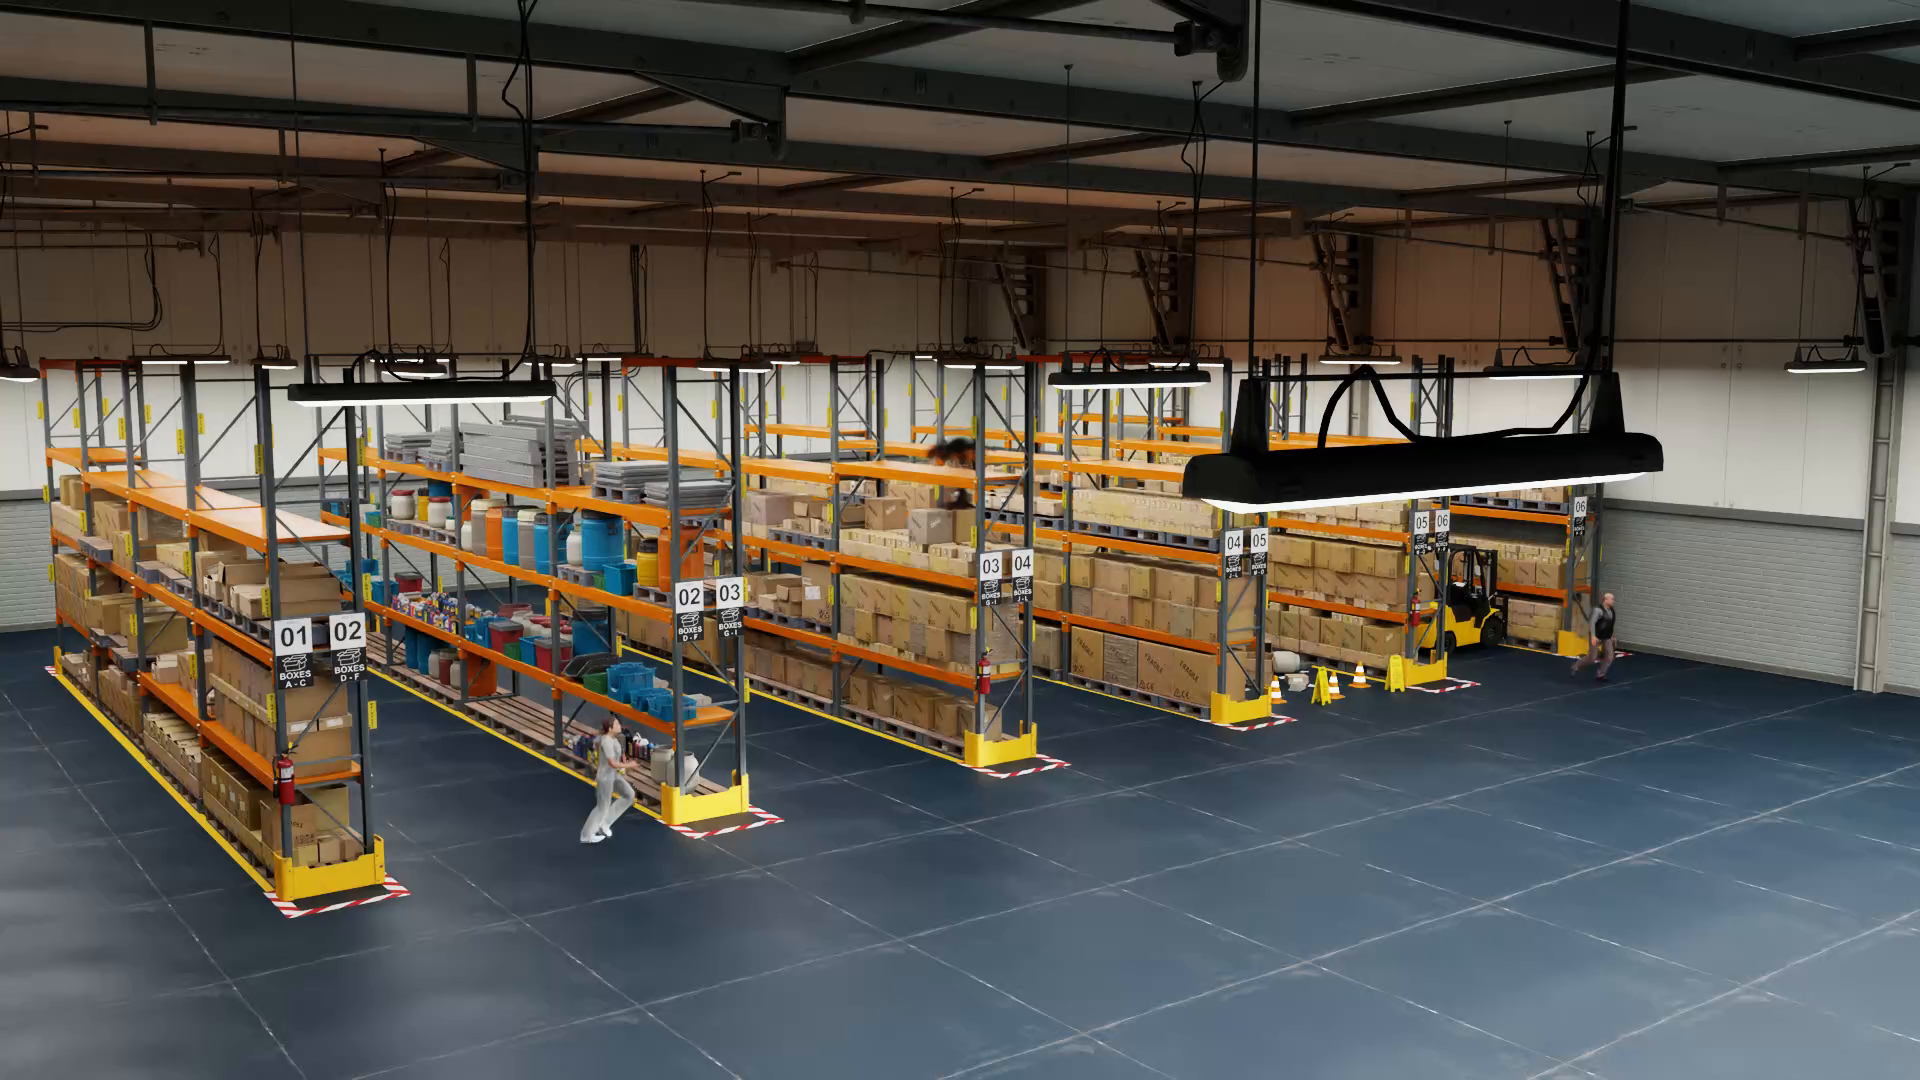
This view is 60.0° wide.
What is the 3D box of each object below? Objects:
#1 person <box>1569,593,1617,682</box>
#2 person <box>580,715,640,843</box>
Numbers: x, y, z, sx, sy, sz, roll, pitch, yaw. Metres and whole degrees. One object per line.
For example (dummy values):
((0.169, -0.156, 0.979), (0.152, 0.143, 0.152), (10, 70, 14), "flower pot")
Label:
((11.810, 1.796, 30.954), (0.761, 1.664, 0.658), (-4, 8, -31), "person")
((-4.418, 2.996, 20.989), (0.768, 1.611, 0.574), (0, 7, -3), "person")
